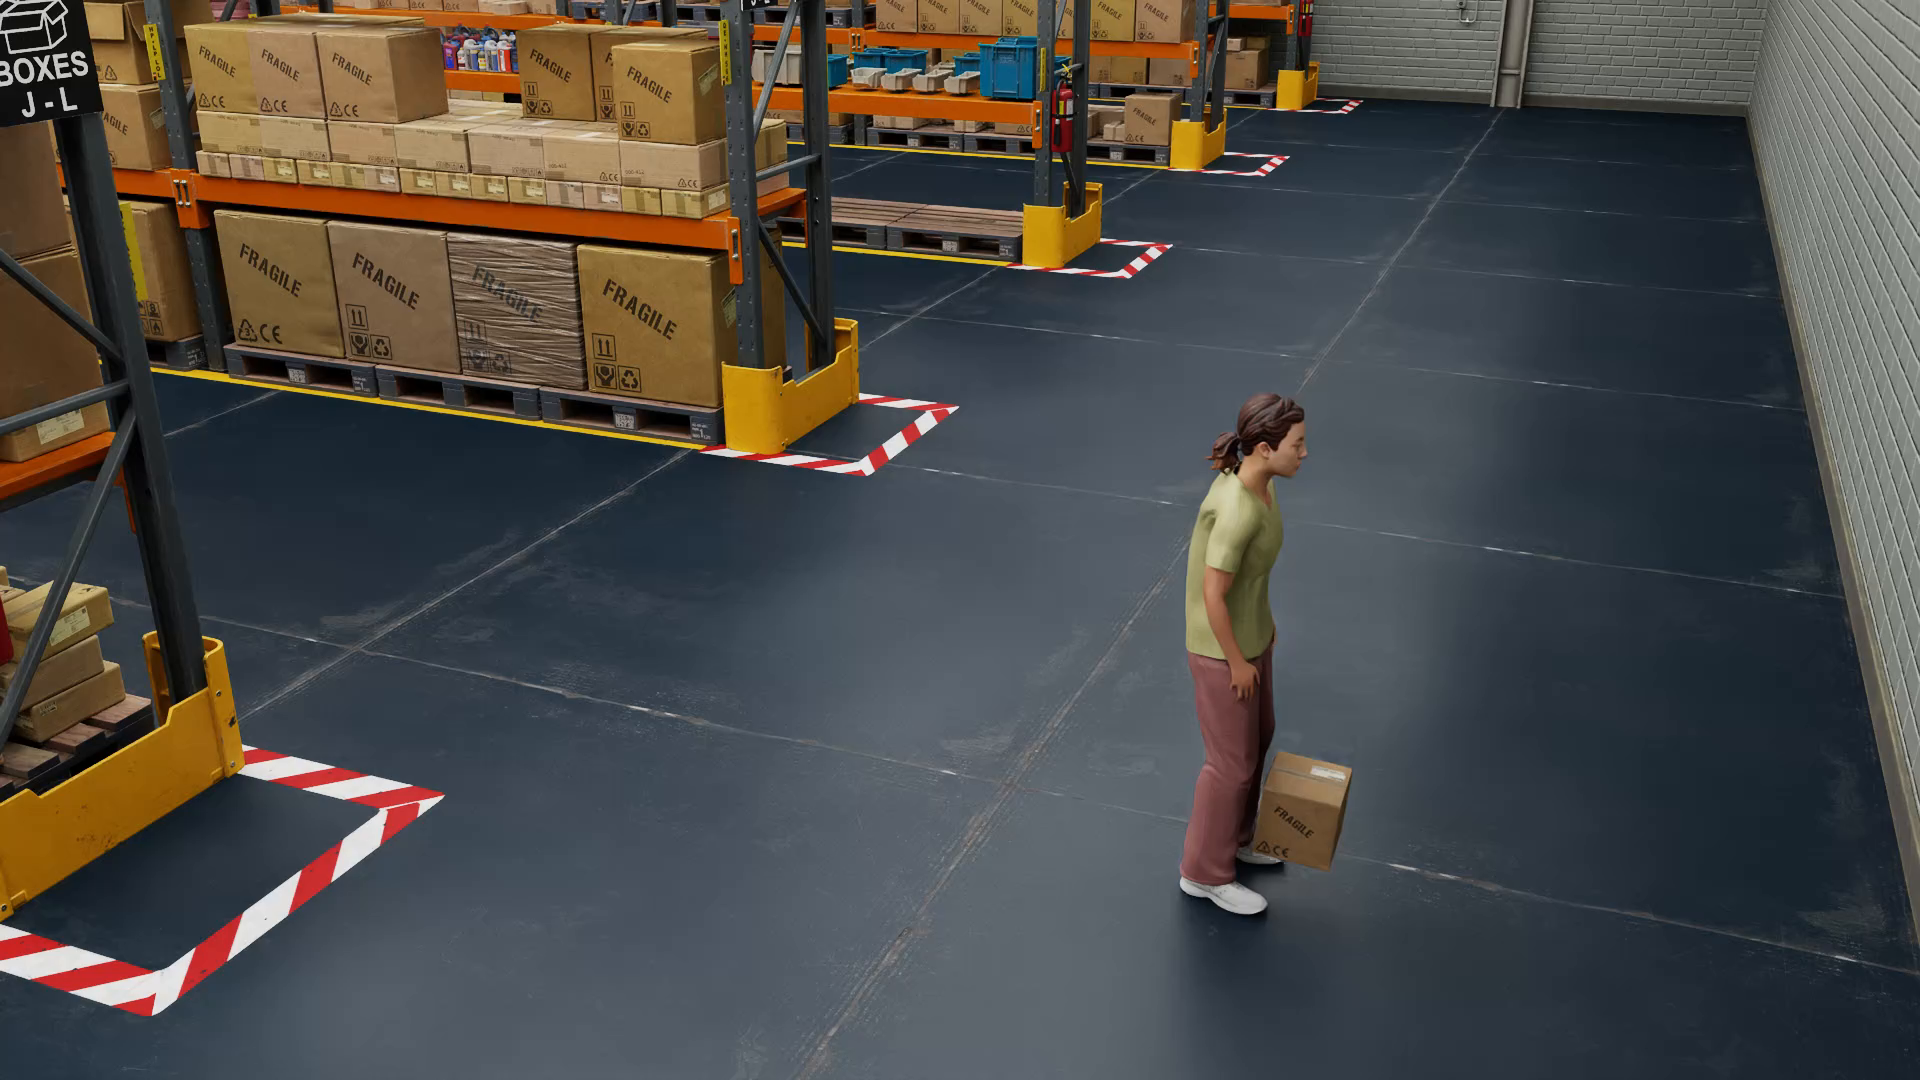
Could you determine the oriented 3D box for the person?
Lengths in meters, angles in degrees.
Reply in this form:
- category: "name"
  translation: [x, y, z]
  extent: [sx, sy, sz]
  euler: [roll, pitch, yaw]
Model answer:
- category: "person"
  translation: [0.895, 0.339, 5.272]
  extent: [0.364, 1.674, 0.488]
  euler: [8, 24, 19]
